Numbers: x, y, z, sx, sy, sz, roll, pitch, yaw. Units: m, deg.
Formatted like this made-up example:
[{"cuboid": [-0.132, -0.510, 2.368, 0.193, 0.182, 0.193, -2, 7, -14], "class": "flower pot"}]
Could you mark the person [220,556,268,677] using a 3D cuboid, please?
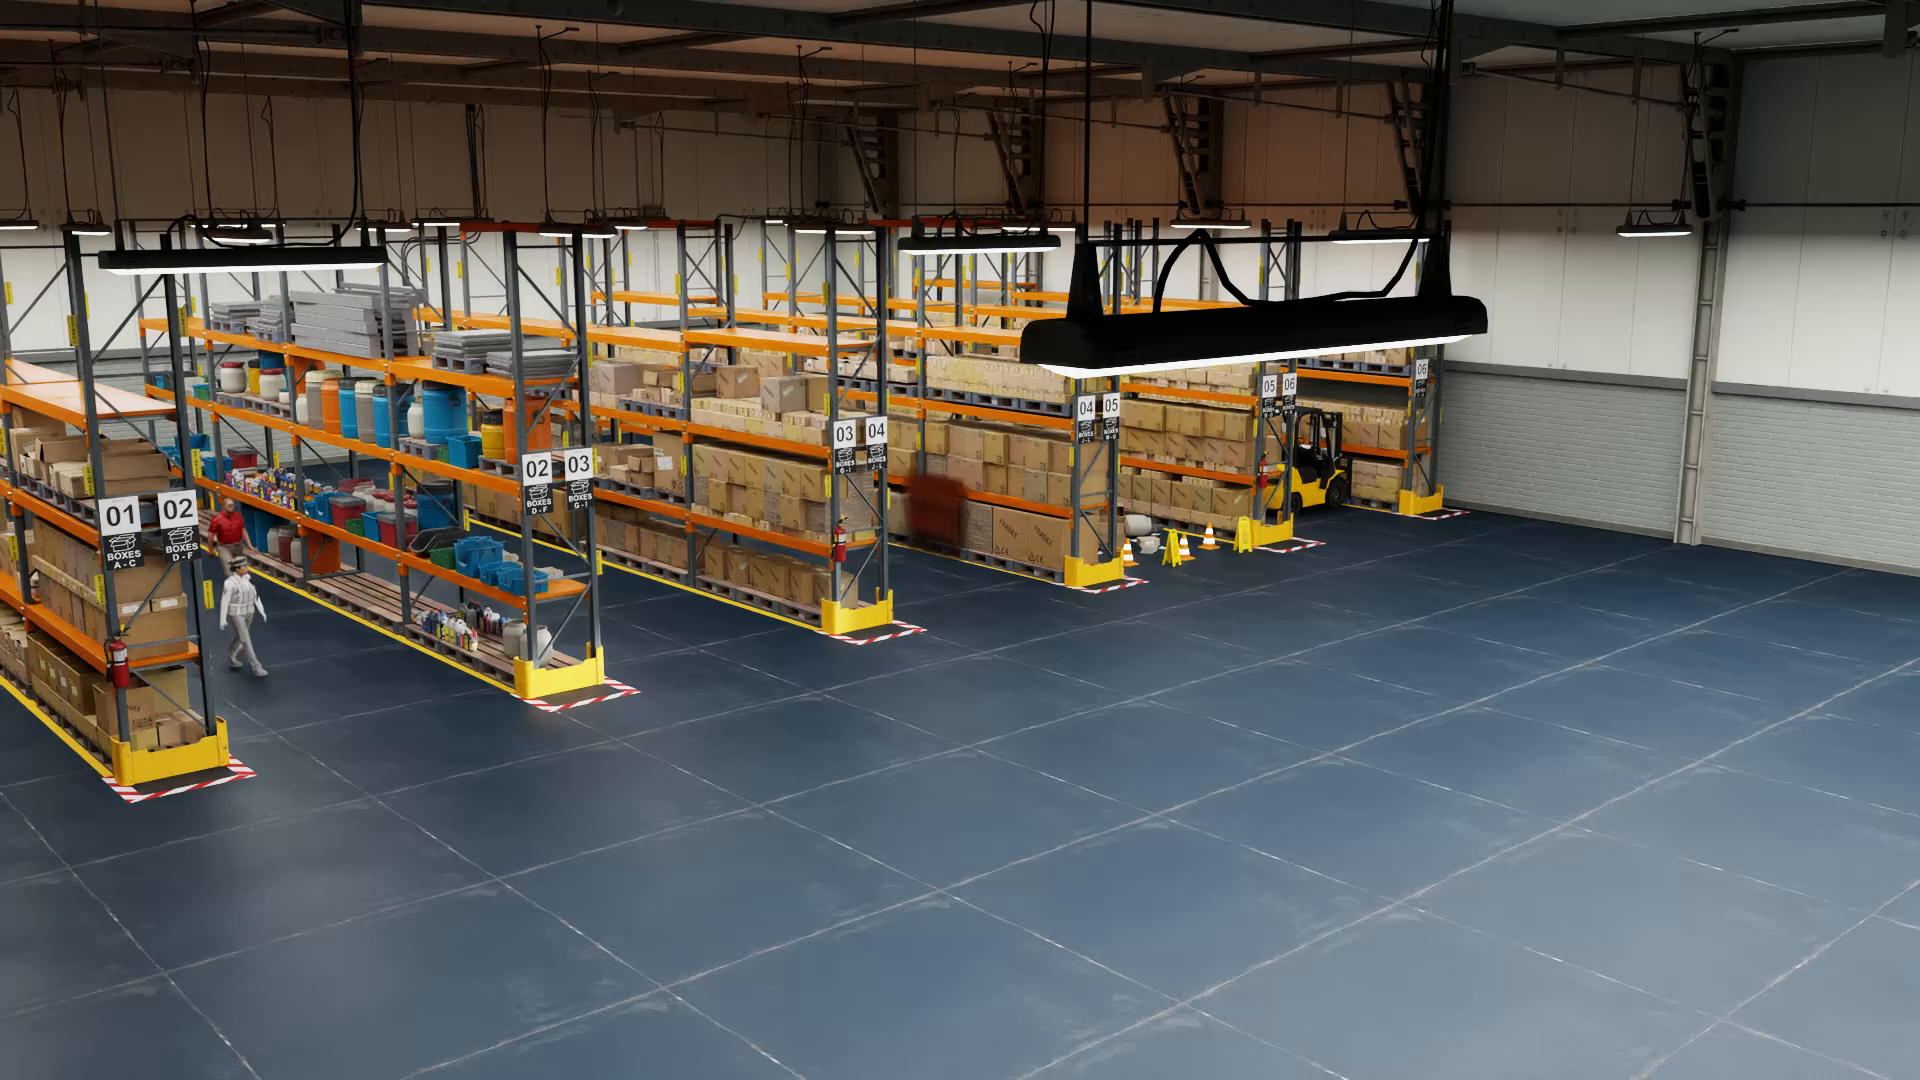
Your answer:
[{"cuboid": [-9.764, 1.004, 22.656, 1.031, 1.605, 0.593, 7, 13, 30], "class": "person"}]

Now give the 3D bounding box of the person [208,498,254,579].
[{"cuboid": [-11.776, 0.138, 26.864, 0.634, 1.663, 1.078, -11, 16, -43], "class": "person"}]
